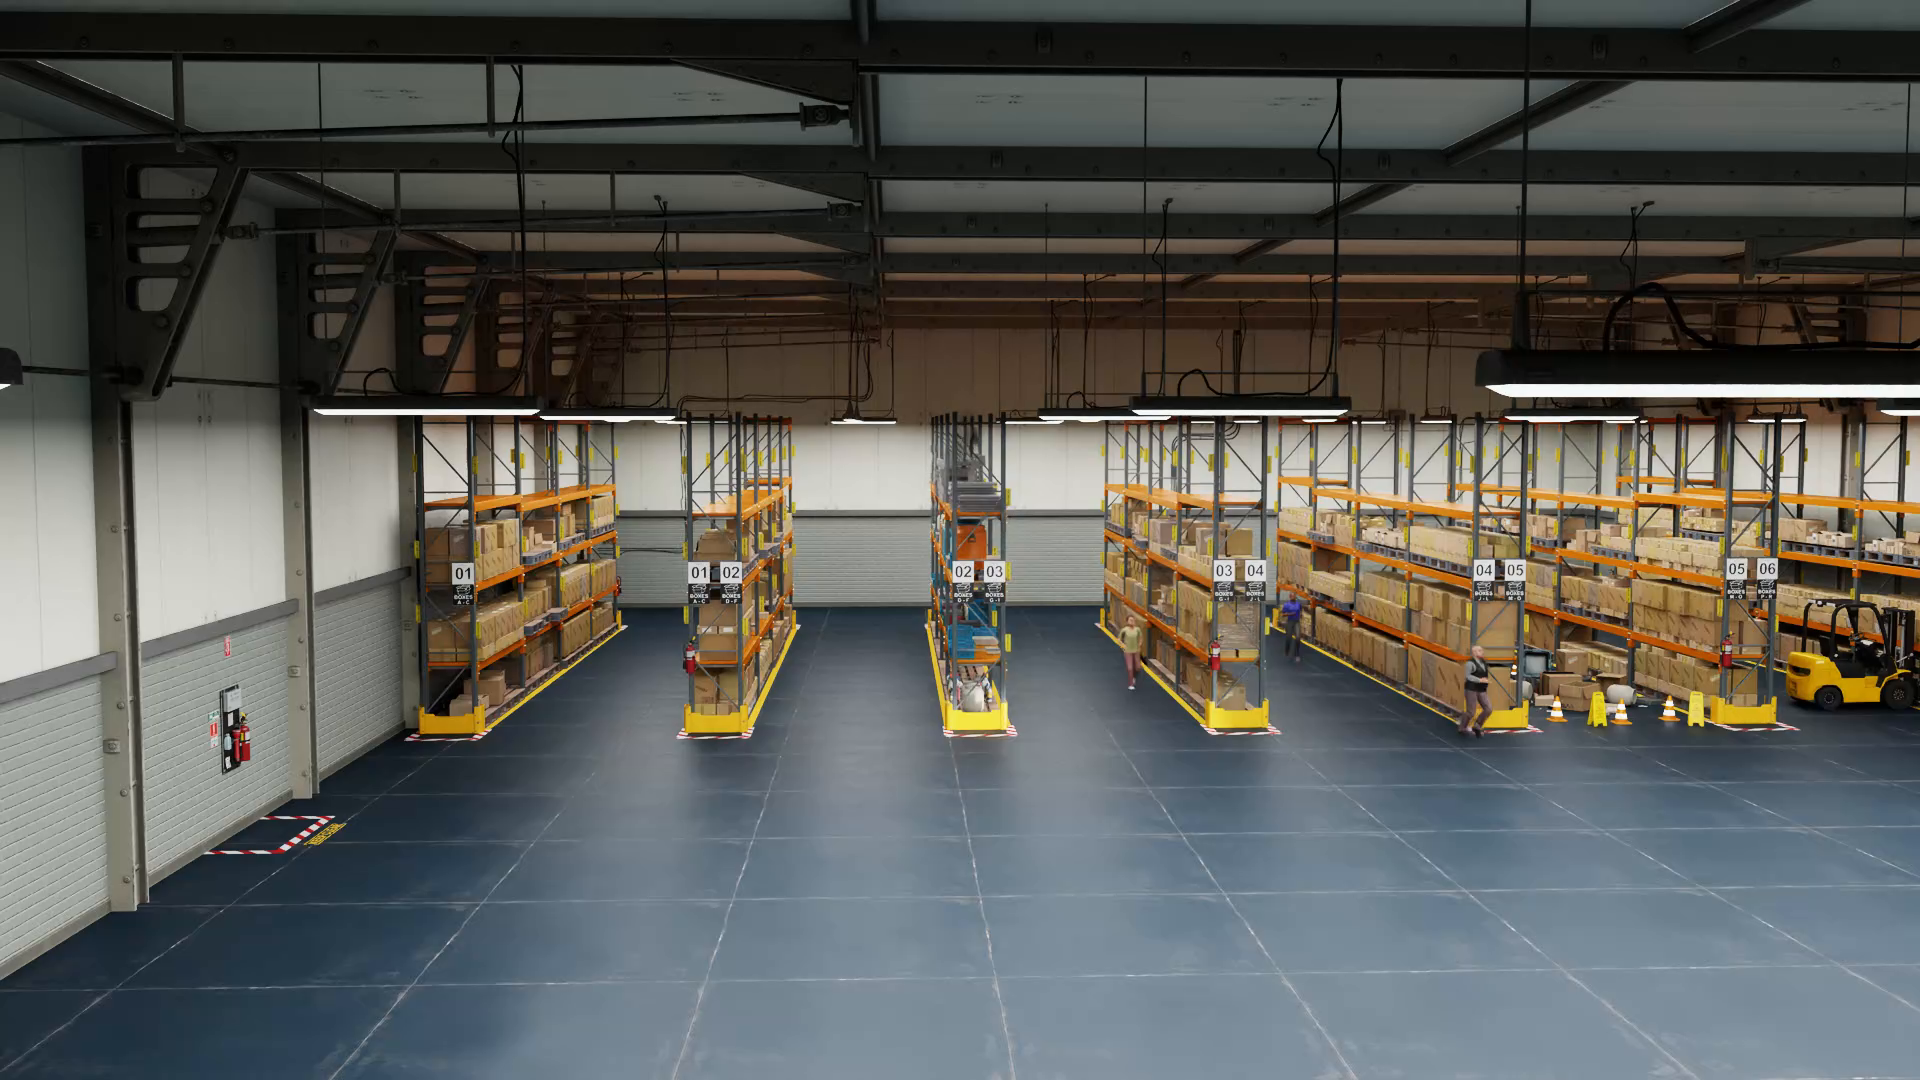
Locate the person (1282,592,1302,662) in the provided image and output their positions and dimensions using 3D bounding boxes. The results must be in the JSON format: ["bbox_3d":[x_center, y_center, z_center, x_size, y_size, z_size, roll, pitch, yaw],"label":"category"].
[{"bbox_3d":[8.150,2.166,40.761,0.560,1.619,0.742,0,4,-3],"label":"person"}]

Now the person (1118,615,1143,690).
[{"bbox_3d":[3.731,2.445,36.196,0.577,1.620,0.509,-1,4,-8],"label":"person"}]

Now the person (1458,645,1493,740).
[{"bbox_3d":[9.489,2.802,30.493,0.667,1.744,0.705,-2,5,-32],"label":"person"}]
